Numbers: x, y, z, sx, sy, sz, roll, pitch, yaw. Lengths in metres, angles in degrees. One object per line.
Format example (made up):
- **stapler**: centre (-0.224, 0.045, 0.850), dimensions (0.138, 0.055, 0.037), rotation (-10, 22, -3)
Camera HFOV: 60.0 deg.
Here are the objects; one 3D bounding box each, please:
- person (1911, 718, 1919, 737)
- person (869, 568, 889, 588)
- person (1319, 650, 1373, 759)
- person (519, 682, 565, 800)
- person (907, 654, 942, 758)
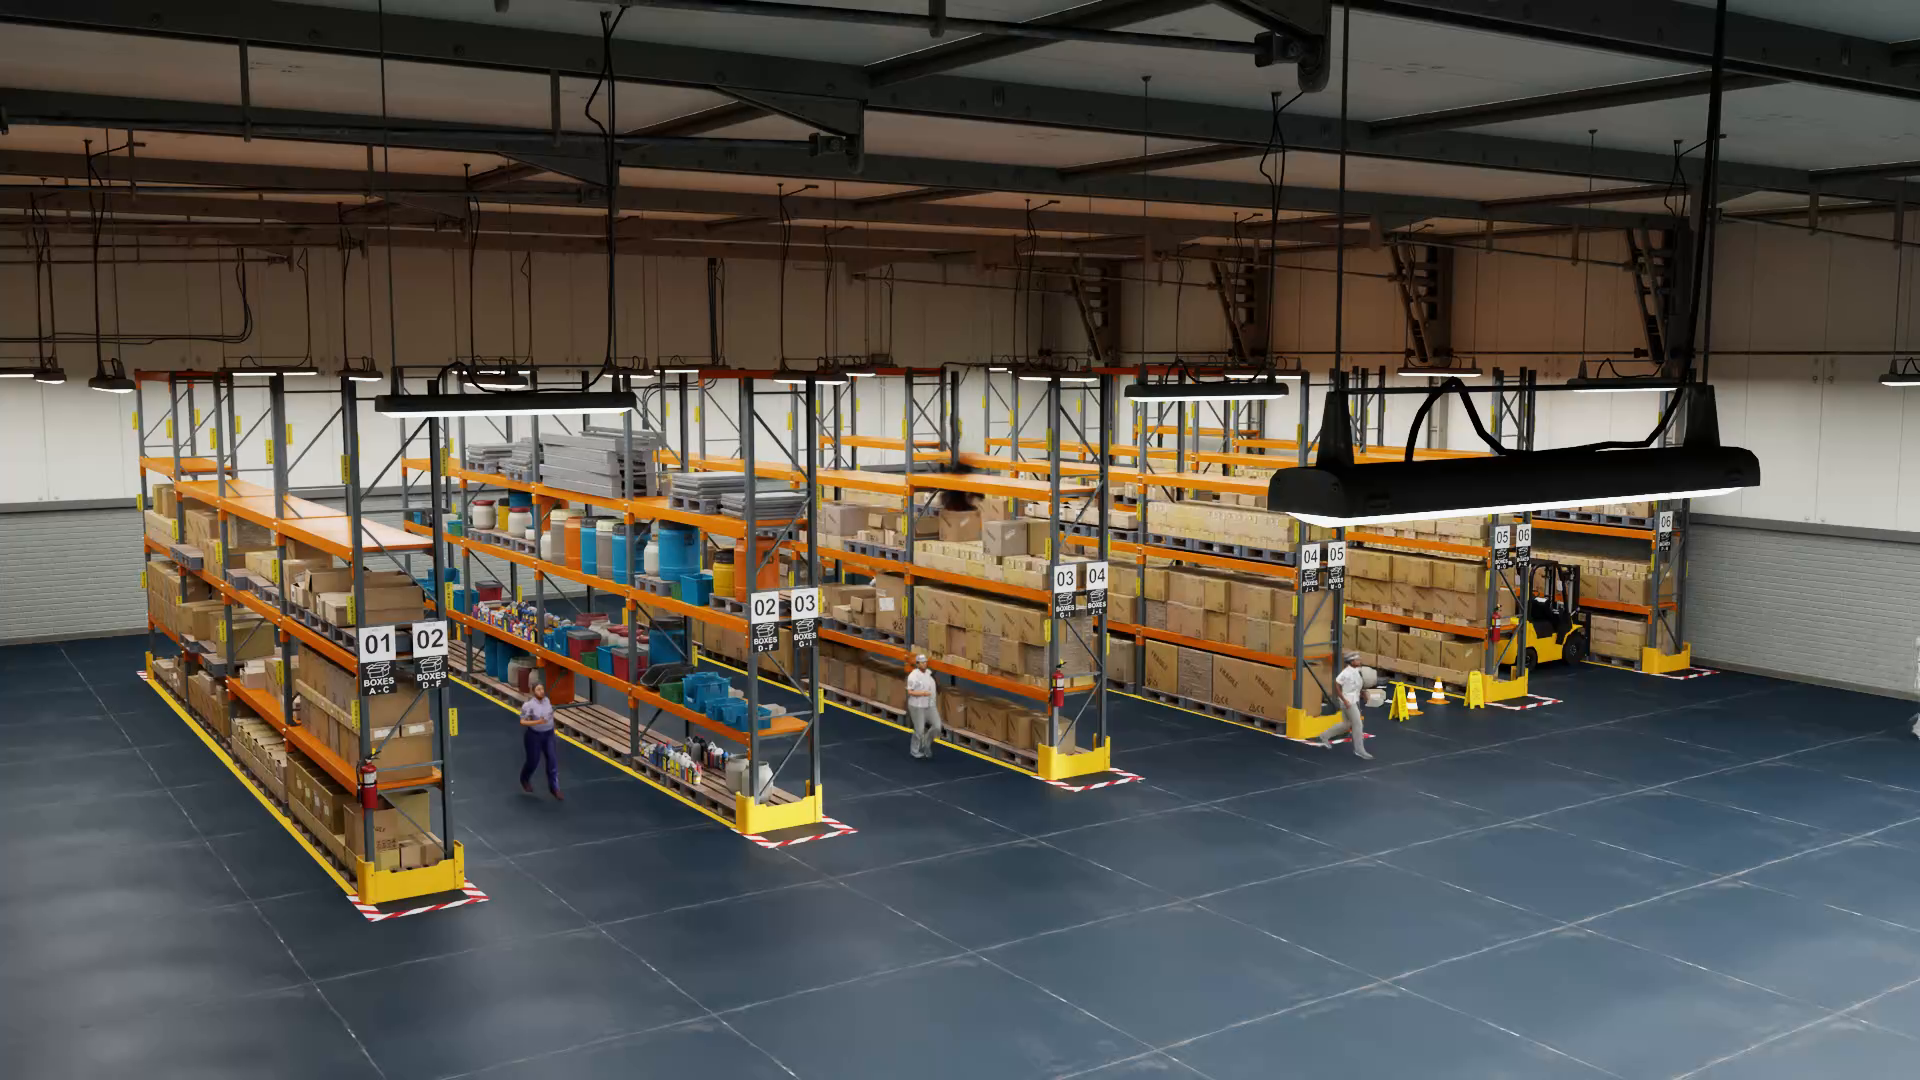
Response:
- **person**: centre (15.909, 2.419, 26.903), dimensions (0.810, 1.840, 0.689), rotation (5, 8, 39)
- **person**: centre (-1.604, 1.431, 35.715), dimensions (0.699, 1.783, 0.923), rotation (-3, 7, -27)
- **person**: centre (6.081, 2.562, 26.115), dimensions (0.868, 1.705, 0.572), rotation (3, 7, 26)
- **person**: centre (-5.959, 2.823, 23.597), dimensions (0.602, 1.645, 0.913), rotation (-6, 9, -43)
- **person**: centre (-0.555, 2.607, 25.850), dimensions (0.550, 1.649, 0.610), rotation (-5, 8, -38)
